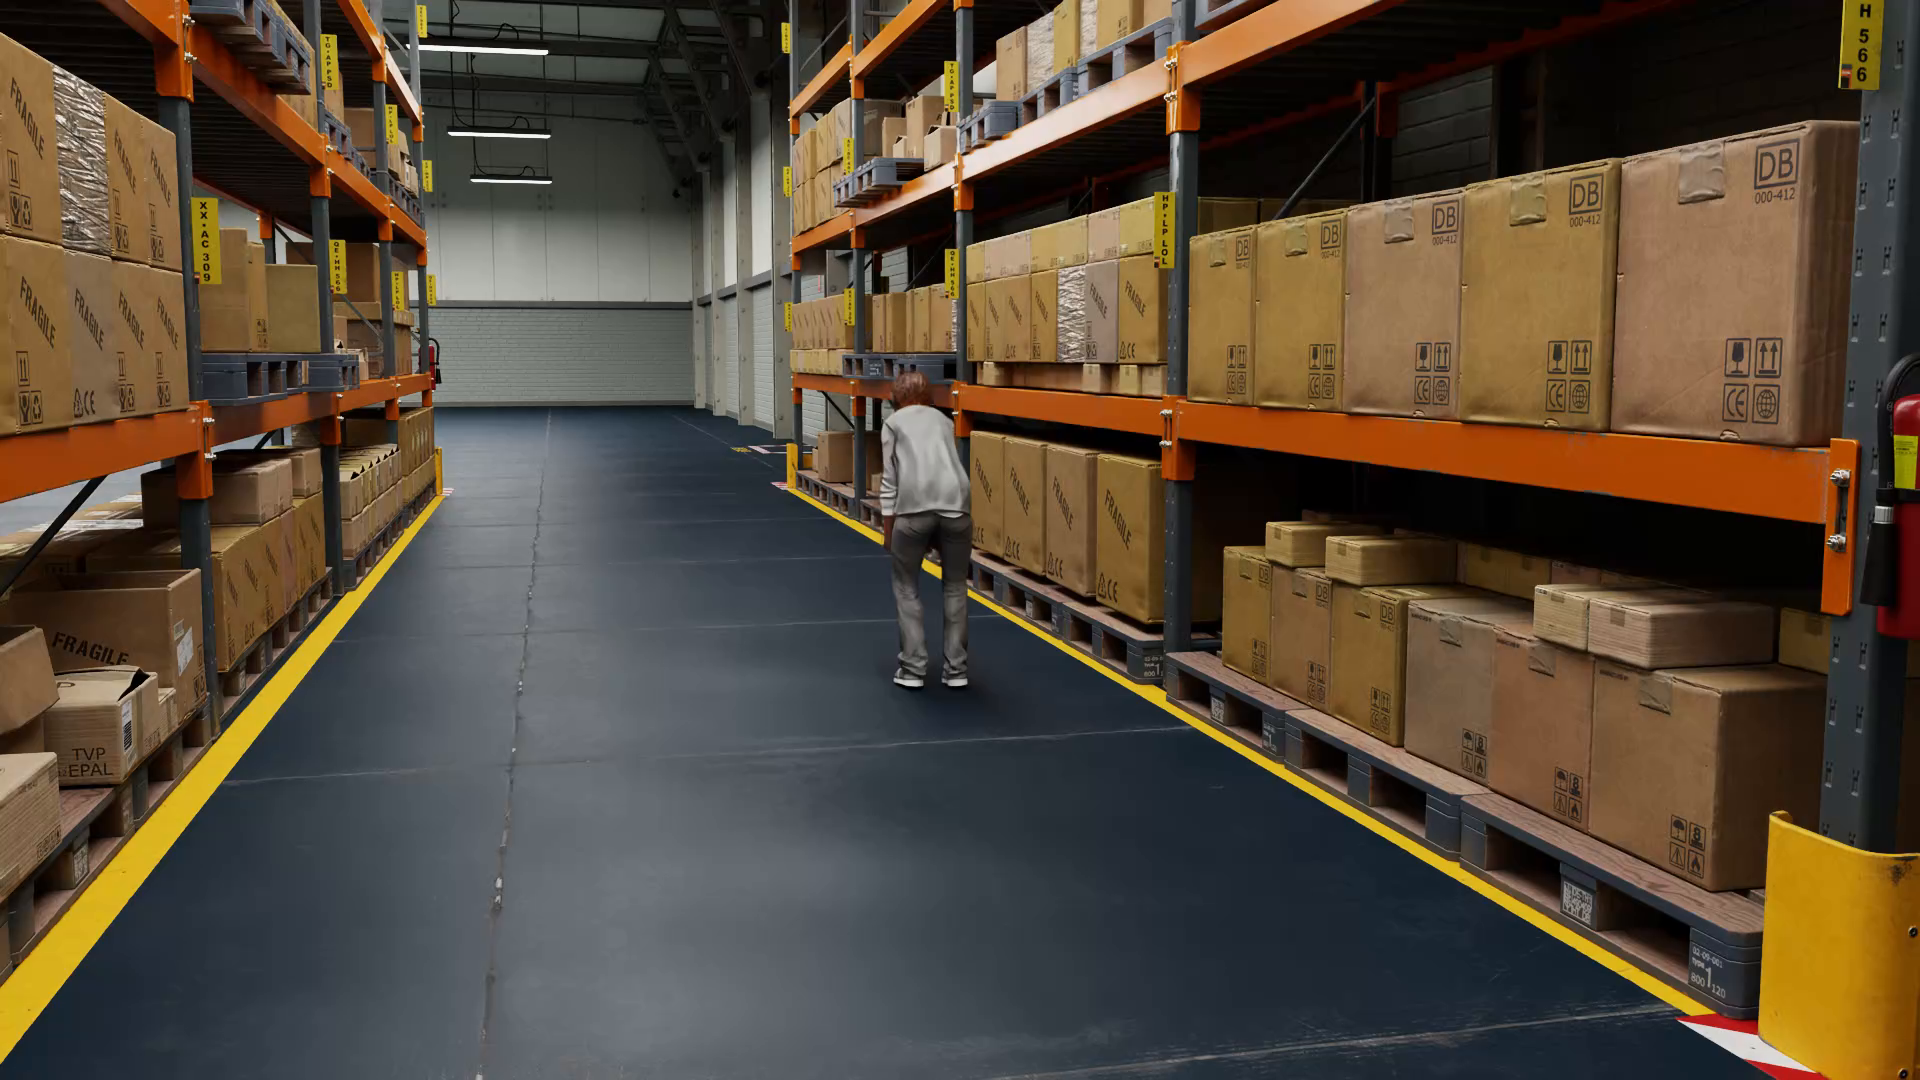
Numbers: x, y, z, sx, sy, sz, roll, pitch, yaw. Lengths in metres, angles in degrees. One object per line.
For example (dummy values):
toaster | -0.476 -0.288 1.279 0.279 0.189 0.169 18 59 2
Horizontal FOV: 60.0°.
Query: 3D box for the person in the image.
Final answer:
person | -0.164 -0.044 7.646 0.376 1.409 0.690 -2 7 -14
